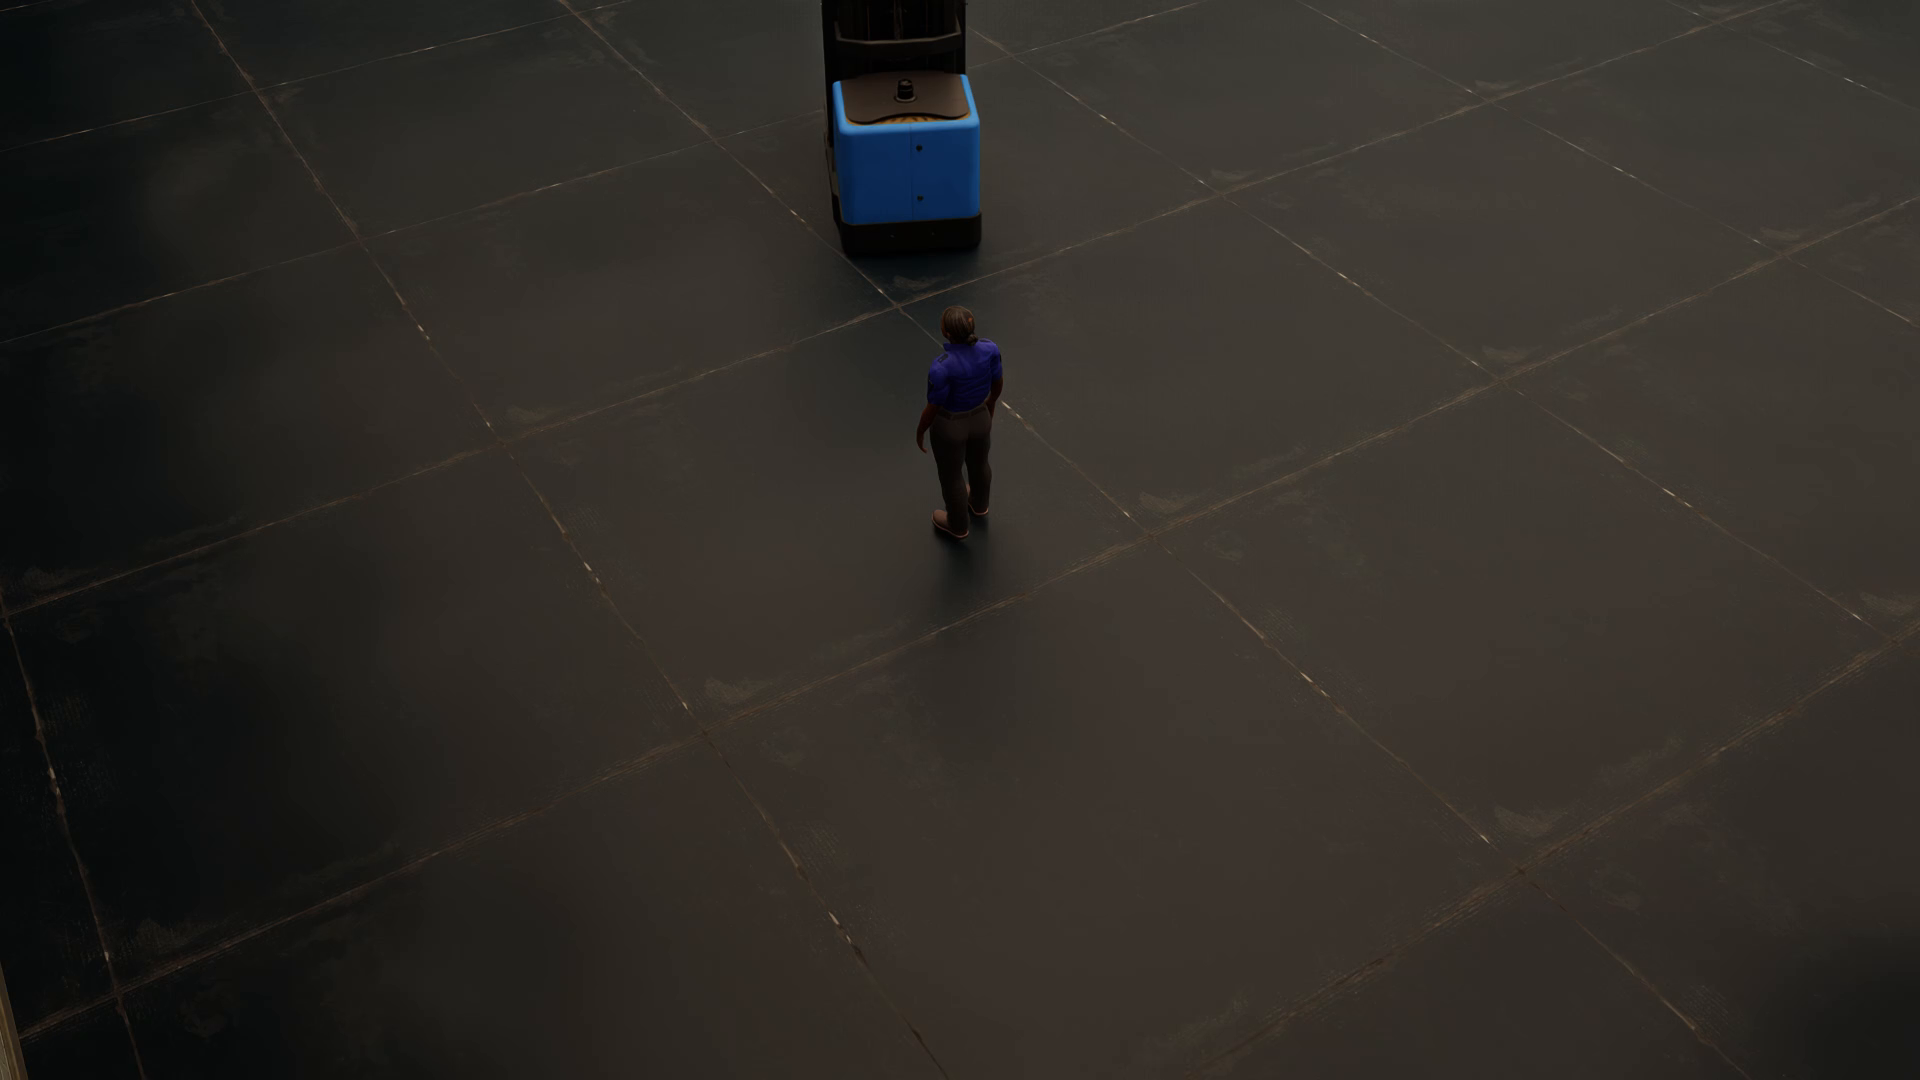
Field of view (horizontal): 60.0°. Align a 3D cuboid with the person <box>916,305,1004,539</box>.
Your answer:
[{"bbox_3d":[-0.030,-0.714,9.587,0.569,1.654,0.504,-23,46,-24],"label":"person"}]

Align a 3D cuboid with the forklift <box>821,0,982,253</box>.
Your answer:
[{"bbox_3d":[-0.533,-4.220,12.700,1.130,2.935,3.031,-5,41,-5],"label":"forklift"}]
